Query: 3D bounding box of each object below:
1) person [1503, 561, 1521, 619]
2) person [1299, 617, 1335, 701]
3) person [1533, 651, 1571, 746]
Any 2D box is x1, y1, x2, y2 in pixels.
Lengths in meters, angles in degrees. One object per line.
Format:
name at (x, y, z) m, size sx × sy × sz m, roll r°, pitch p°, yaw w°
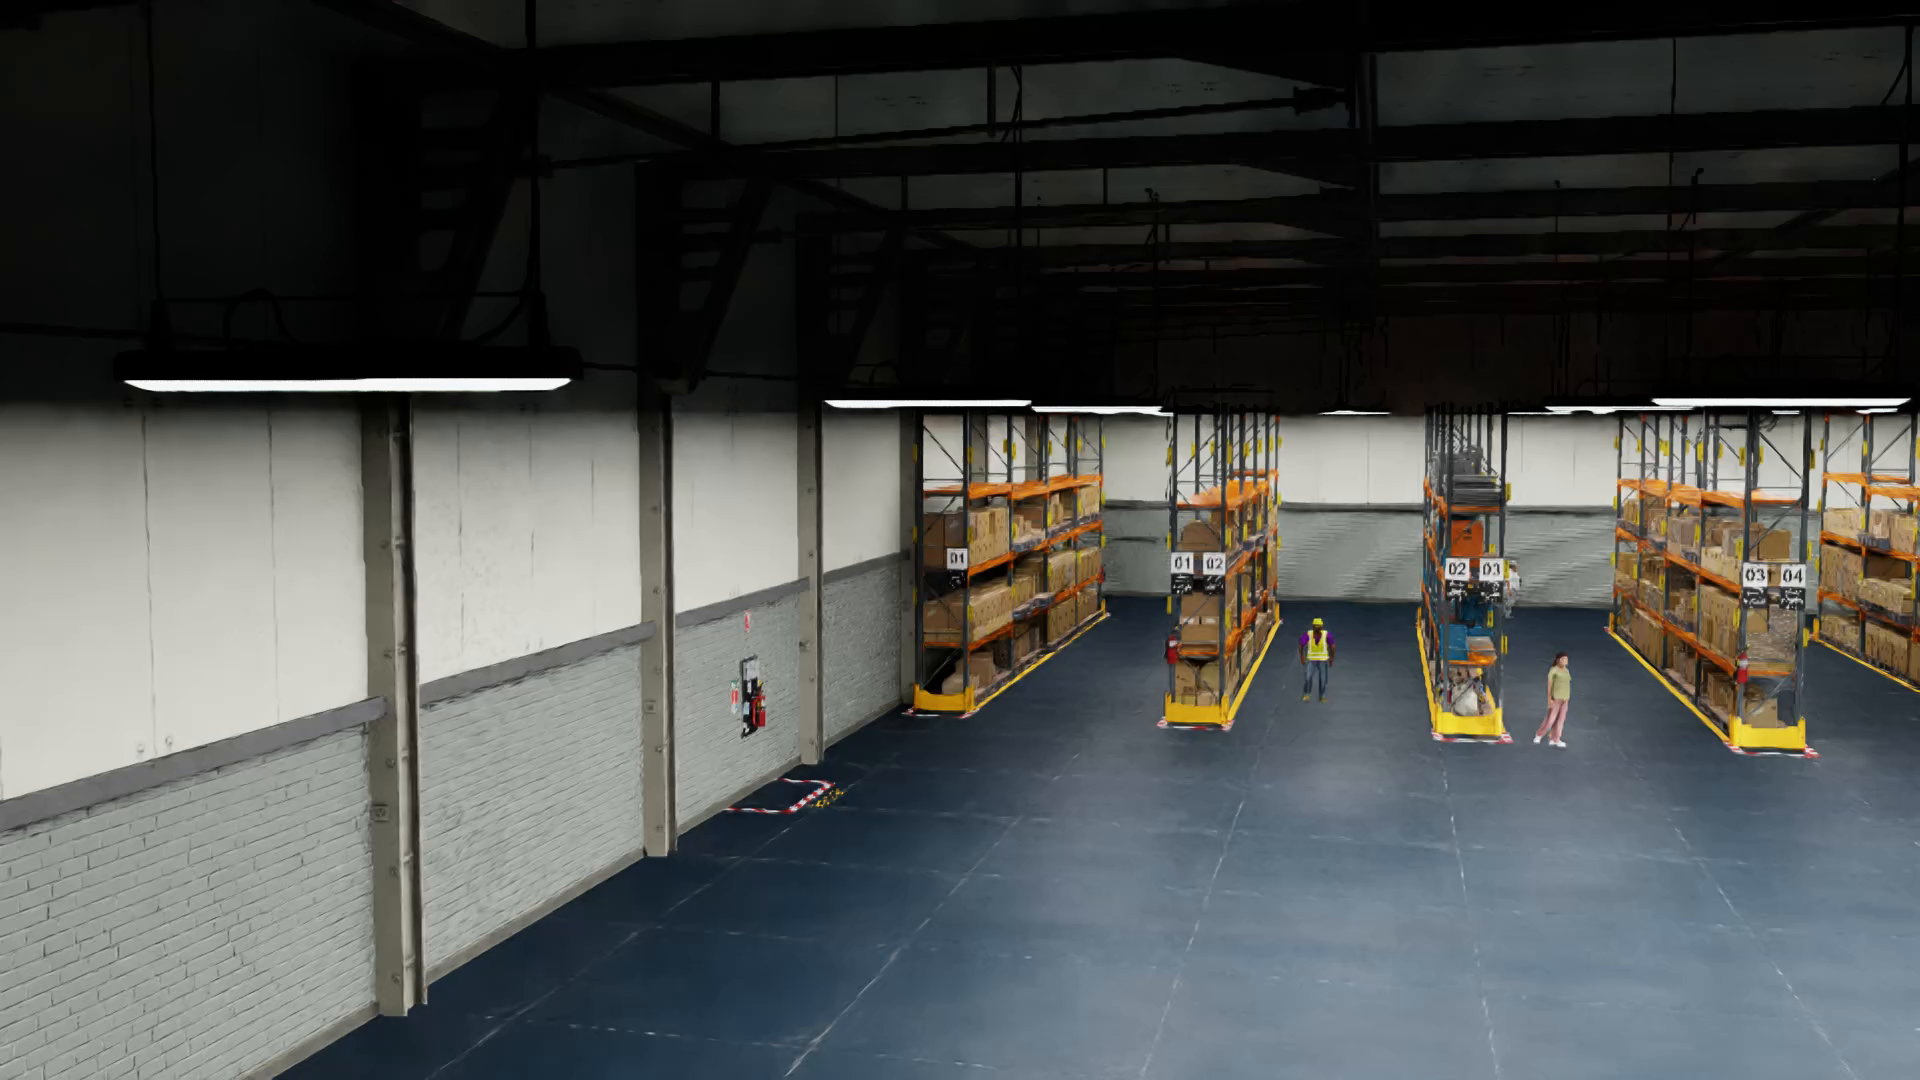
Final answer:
person at (15.507, 1.420, 46.975) m, size 0.482 × 1.656 × 0.647 m, roll 4°, pitch 6°, yaw 41°
person at (7.184, 2.402, 33.488) m, size 0.719 × 1.713 × 0.578 m, roll 1°, pitch 4°, yaw 13°
person at (10.301, 2.750, 28.922) m, size 0.617 × 1.664 × 0.477 m, roll -2°, pitch 5°, yaw -26°
